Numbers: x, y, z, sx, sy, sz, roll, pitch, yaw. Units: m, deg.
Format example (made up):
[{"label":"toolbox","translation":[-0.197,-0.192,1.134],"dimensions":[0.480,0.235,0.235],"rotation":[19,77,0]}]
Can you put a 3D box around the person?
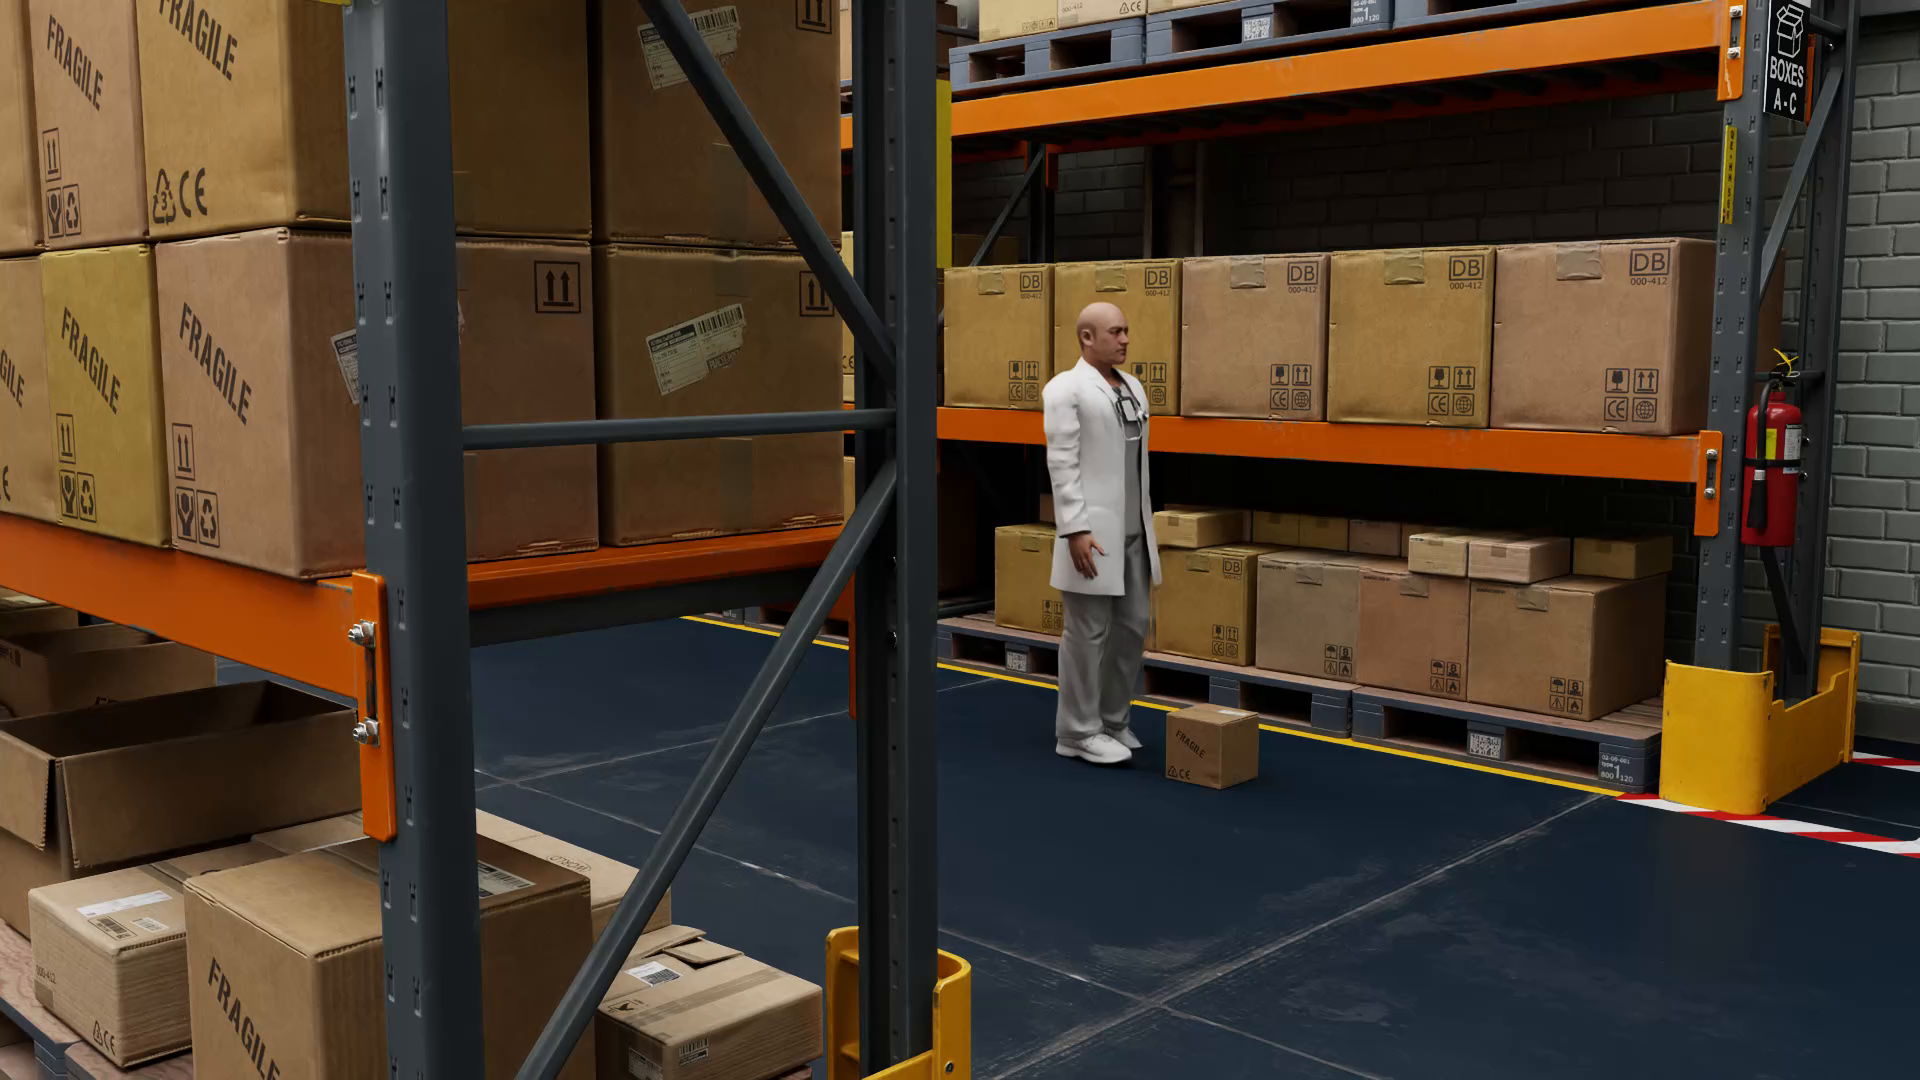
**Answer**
[{"label":"person","translation":[0.569,0.005,6.543],"dimensions":[0.470,1.864,0.593],"rotation":[6,9,43]}]
